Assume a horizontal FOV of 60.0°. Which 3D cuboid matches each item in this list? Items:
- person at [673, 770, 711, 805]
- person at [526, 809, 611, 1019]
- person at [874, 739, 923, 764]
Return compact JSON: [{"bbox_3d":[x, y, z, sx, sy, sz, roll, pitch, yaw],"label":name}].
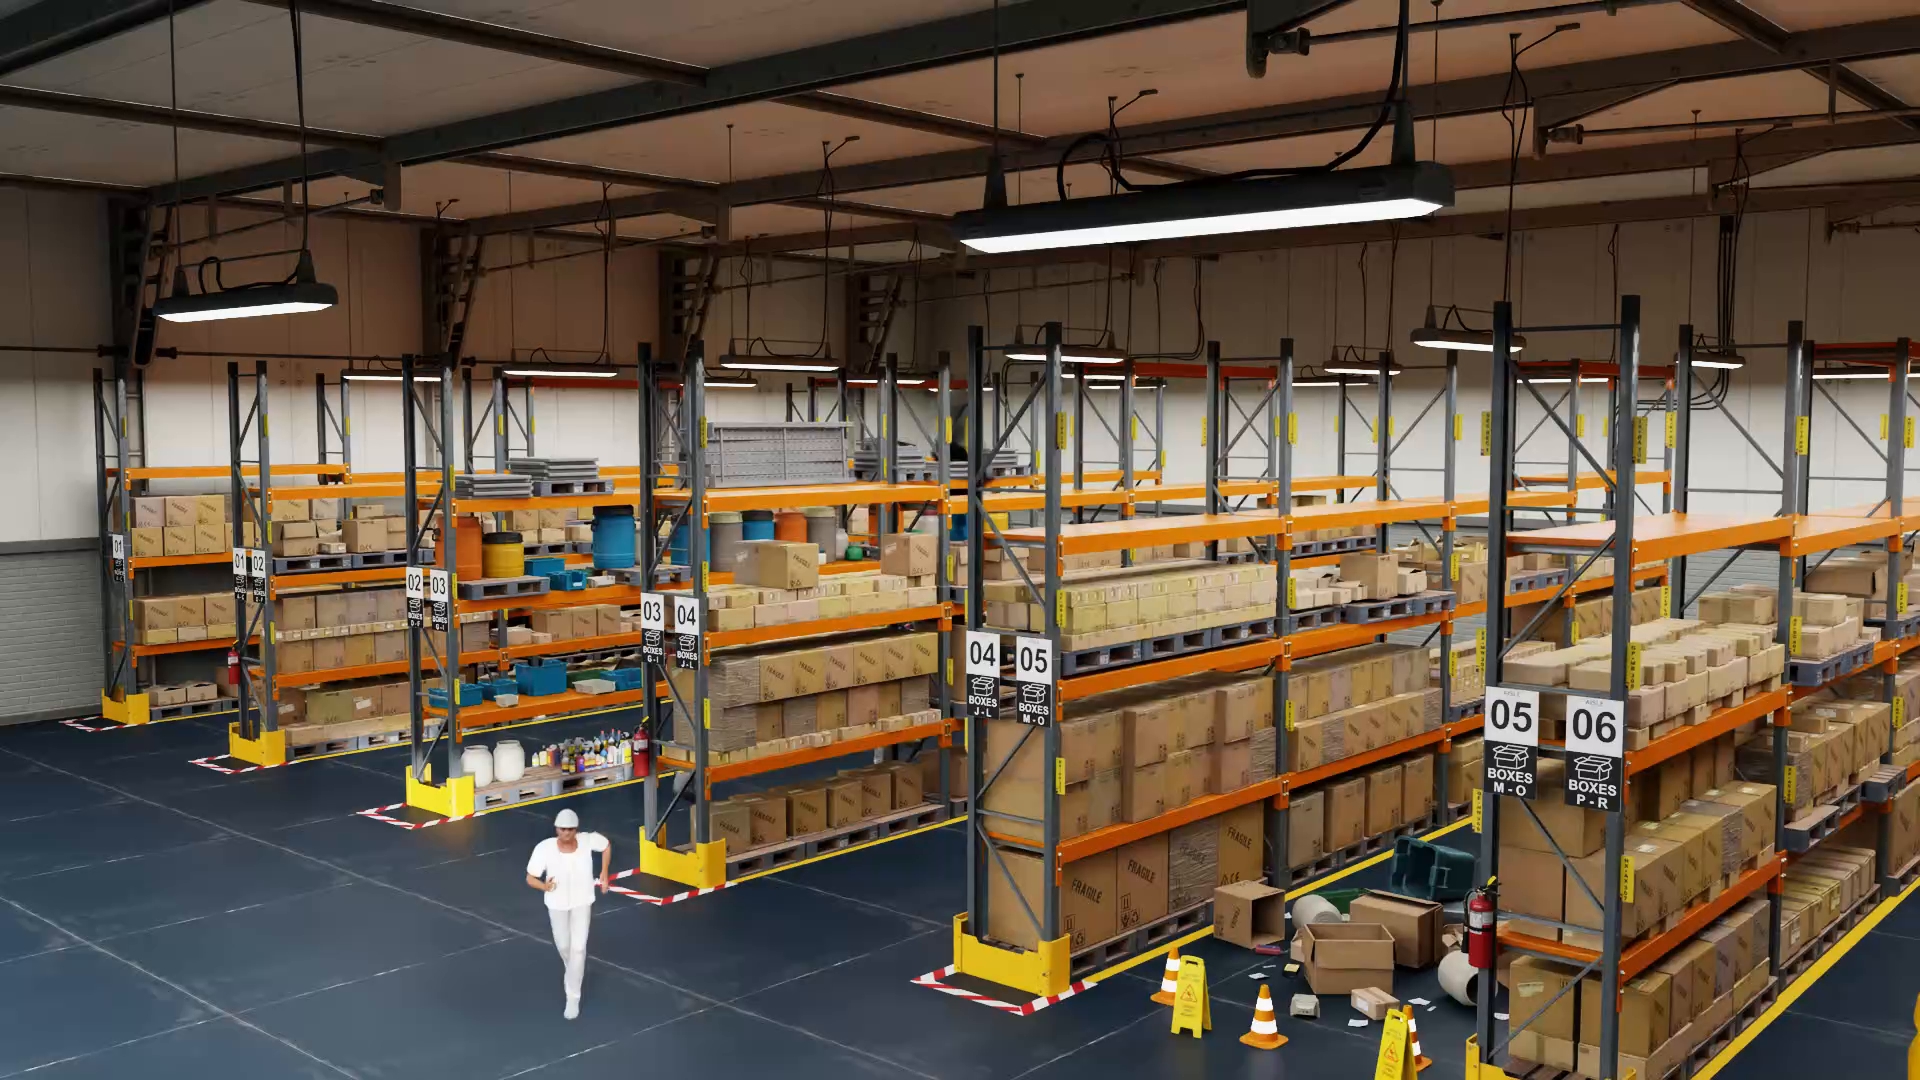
[{"bbox_3d":[-3.371,2.824,20.862,0.562,1.609,0.751,2,5,29],"label":"person"},{"bbox_3d":[-3.436,3.235,14.655,0.714,1.816,0.925,-1,4,-9],"label":"person"},{"bbox_3d":[-0.929,2.533,23.887,0.649,1.779,1.163,3,5,32],"label":"person"}]
